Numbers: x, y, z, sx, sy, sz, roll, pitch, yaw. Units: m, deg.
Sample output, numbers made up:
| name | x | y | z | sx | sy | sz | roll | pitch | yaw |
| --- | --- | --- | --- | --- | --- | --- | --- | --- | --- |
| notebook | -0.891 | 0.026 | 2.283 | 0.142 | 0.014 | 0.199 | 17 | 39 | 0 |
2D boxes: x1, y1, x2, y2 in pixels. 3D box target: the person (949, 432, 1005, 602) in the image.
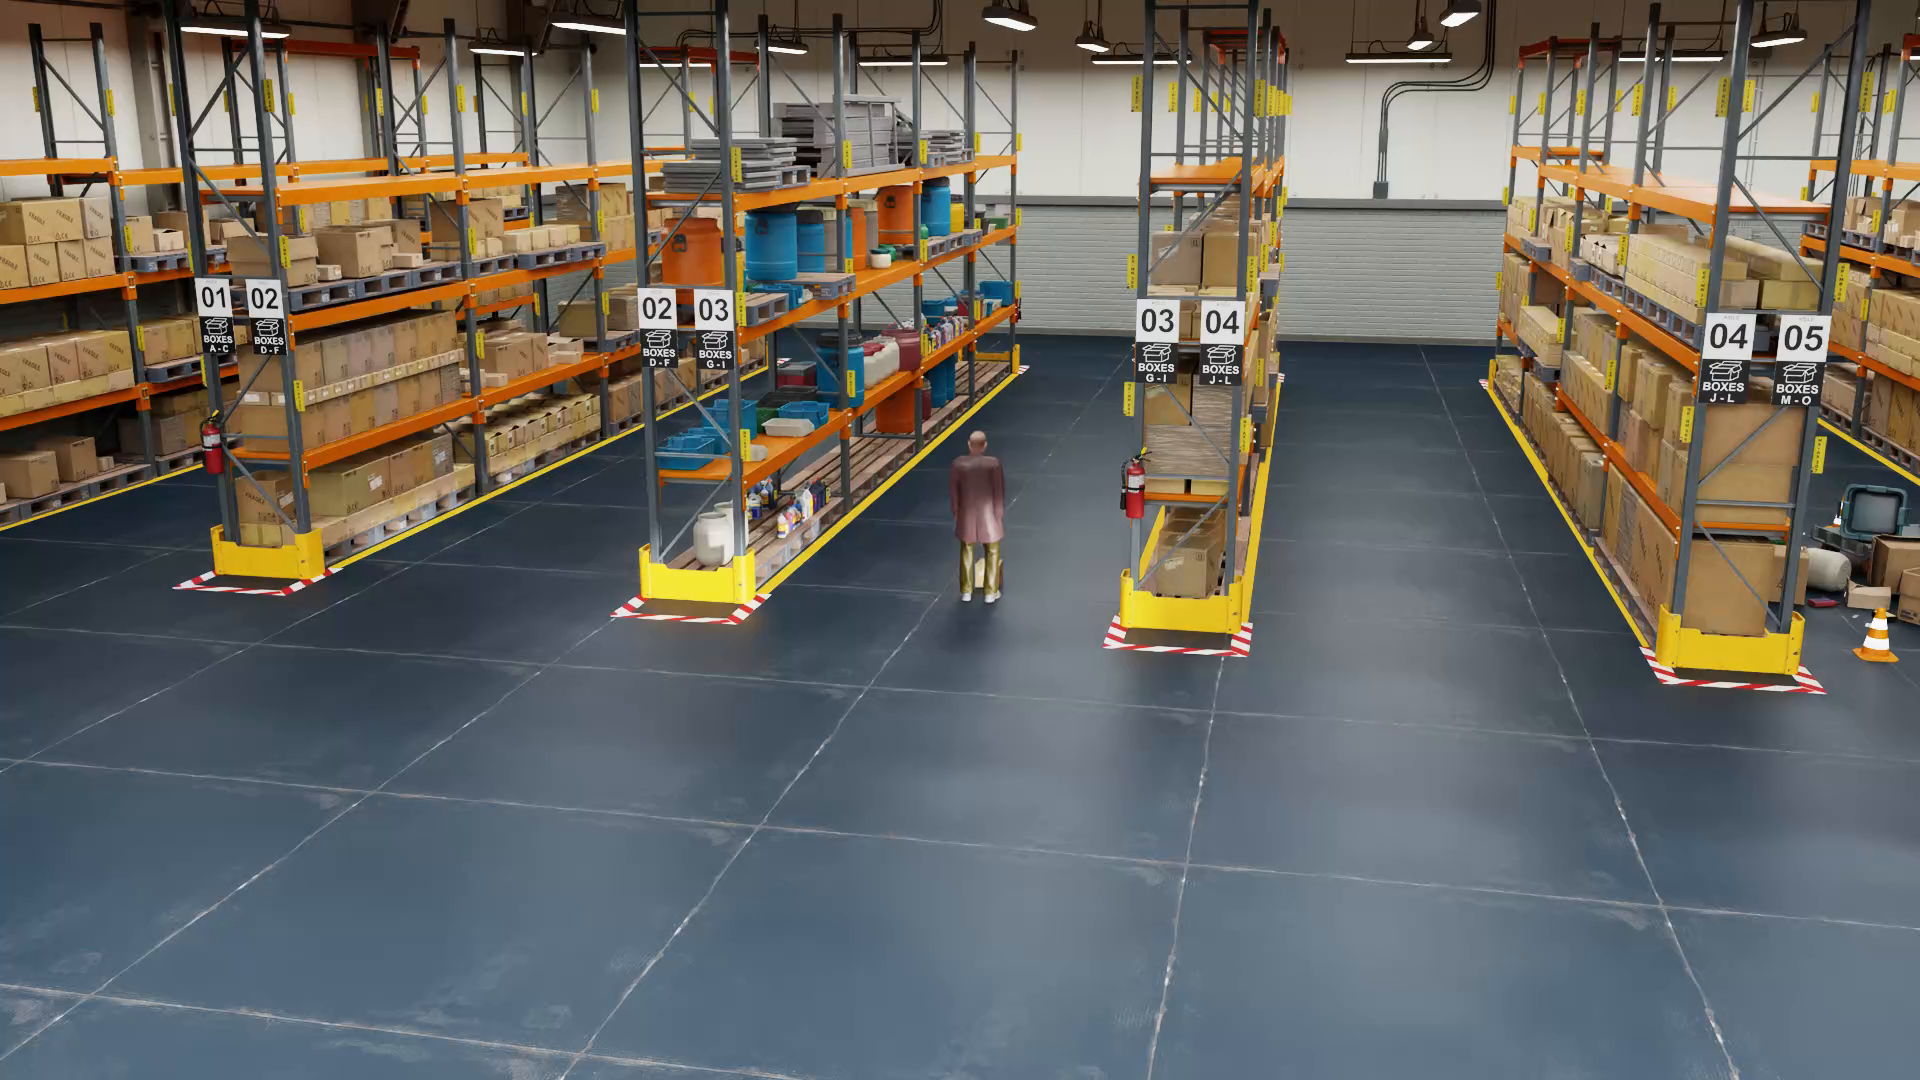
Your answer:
| name | x | y | z | sx | sy | sz | roll | pitch | yaw |
| --- | --- | --- | --- | --- | --- | --- | --- | --- | --- |
| person | 0.175 | -0.240 | 17.047 | 0.579 | 1.751 | 0.390 | 3 | 15 | 12 |
